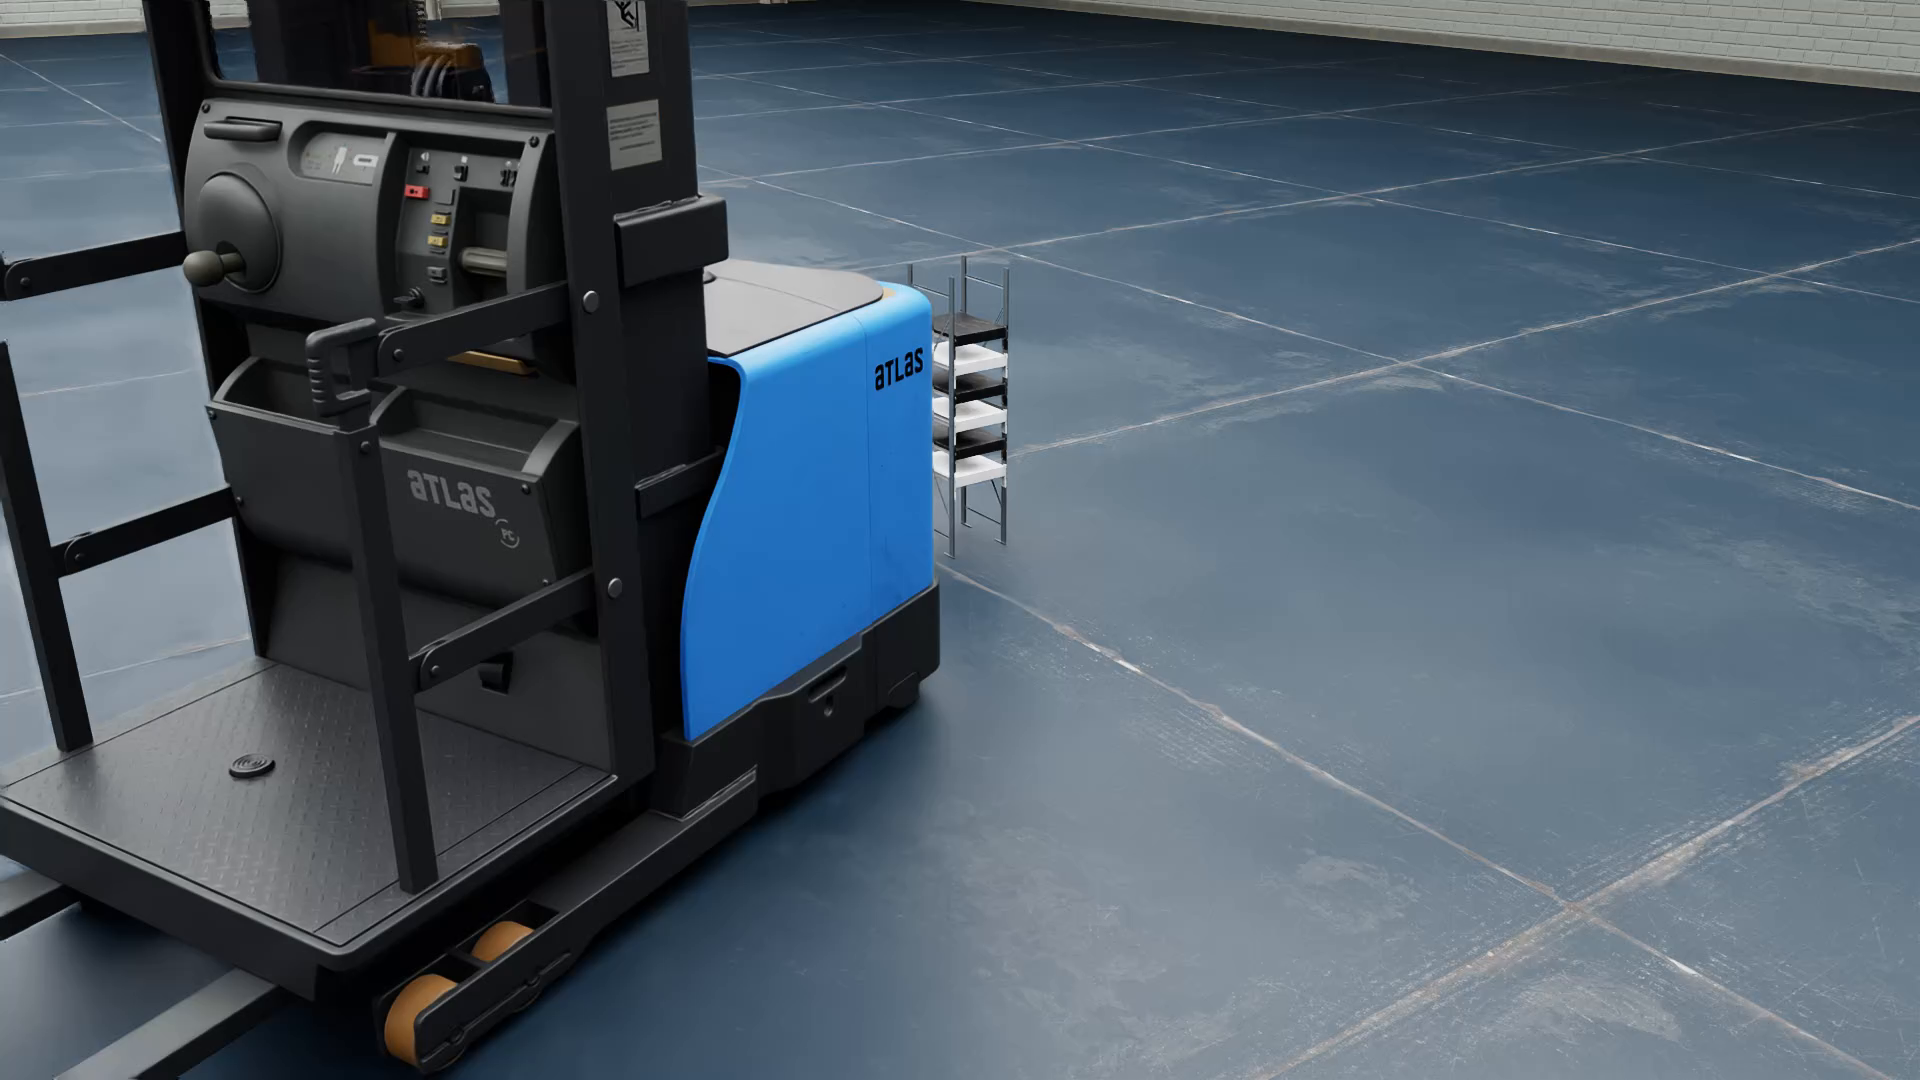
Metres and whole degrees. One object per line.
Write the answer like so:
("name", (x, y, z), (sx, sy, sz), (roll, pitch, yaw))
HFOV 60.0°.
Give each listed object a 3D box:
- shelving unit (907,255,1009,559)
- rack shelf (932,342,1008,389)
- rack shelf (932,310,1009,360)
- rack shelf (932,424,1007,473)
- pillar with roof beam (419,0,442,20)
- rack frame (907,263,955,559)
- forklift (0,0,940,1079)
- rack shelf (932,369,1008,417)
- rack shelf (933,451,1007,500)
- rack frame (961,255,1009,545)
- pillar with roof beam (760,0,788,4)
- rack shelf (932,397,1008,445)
("shelving unit", (-0.007, -0.416, 5.225), (0.210, 0.900, 0.258), (-15, 26, -33))
("rack shelf", (-0.007, -0.552, 5.171), (0.200, 0.077, 0.258), (-15, 26, -33))
("rack shelf", (-0.007, -0.636, 5.137), (0.200, 0.077, 0.258), (-15, 26, -33))
("rack shelf", (-0.007, -0.302, 5.271), (0.200, 0.077, 0.258), (-15, 26, -33))
("pillar with roof beam", (-5.535, -10.730, 20.145), (0.400, 9.000, 9.100), (-15, 26, -33))
("rack frame", (-0.089, -0.394, 5.170), (0.006, 0.900, 0.240), (-15, 26, -33))
("forklift", (-1.237, -0.600, 2.946), (1.130, 2.935, 3.031), (12, 25, 28))
("rack shelf", (-0.007, -0.469, 5.204), (0.200, 0.077, 0.258), (-15, 26, -33))
("rack shelf", (-0.007, -0.218, 5.304), (0.200, 0.077, 0.258), (-15, 26, -33))
("rack frame", (0.076, -0.438, 5.280), (0.006, 0.900, 0.240), (-15, 26, -33))
("pillar with roof beam", (-0.664, -12.029, 23.400), (0.400, 9.000, 9.100), (-15, 26, -33))
("rack shelf", (-0.007, -0.385, 5.238), (0.200, 0.077, 0.258), (-15, 26, -33))
